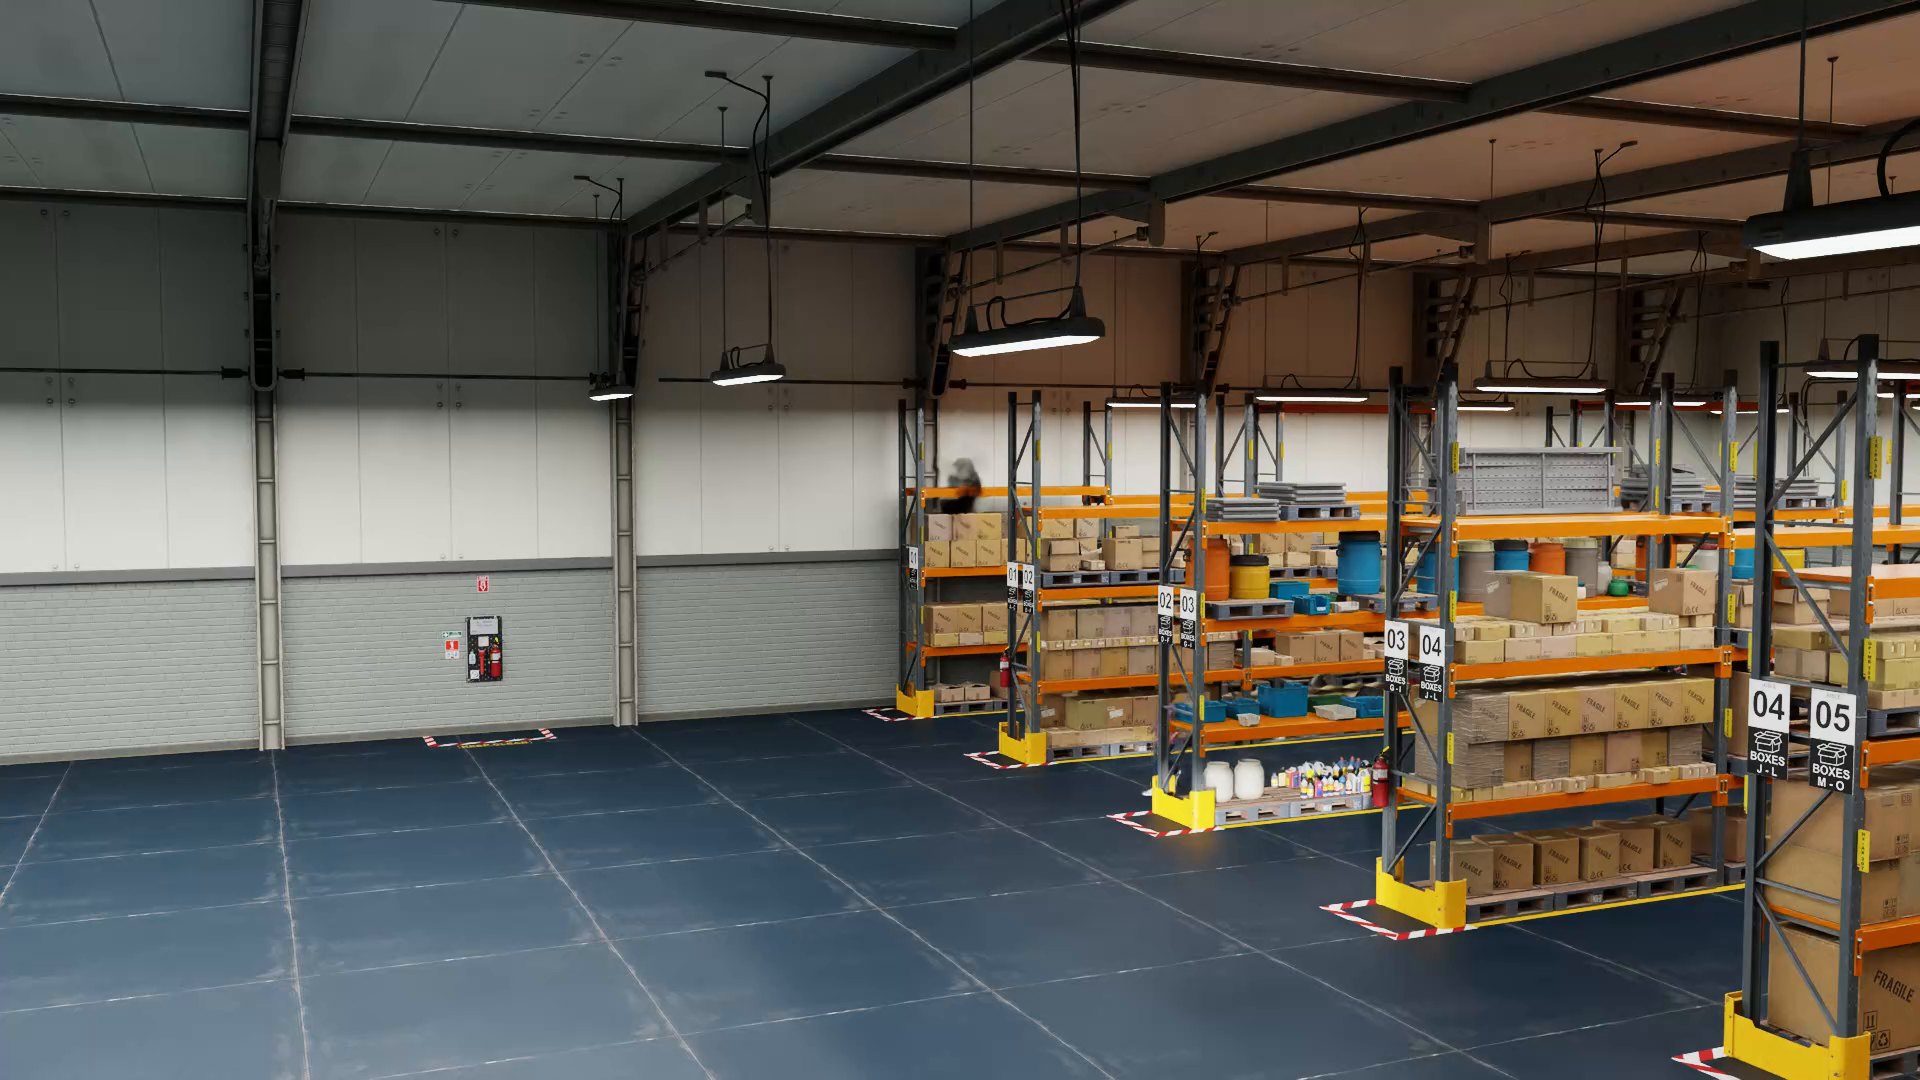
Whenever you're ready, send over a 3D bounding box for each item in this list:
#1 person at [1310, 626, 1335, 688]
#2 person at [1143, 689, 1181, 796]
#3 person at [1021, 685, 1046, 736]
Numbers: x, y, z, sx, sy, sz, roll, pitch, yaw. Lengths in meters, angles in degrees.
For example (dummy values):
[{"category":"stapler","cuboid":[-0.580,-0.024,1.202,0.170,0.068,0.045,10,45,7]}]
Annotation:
[{"category":"person","cuboid":[7.007,2.486,31.688,0.762,1.731,0.539,-1,4,-20]},{"category":"person","cuboid":[3.051,2.953,24.345,0.735,1.571,0.572,-2,4,-36]},{"category":"person","cuboid":[1.418,2.596,29.326,0.880,1.643,0.590,-3,4,-39]}]
